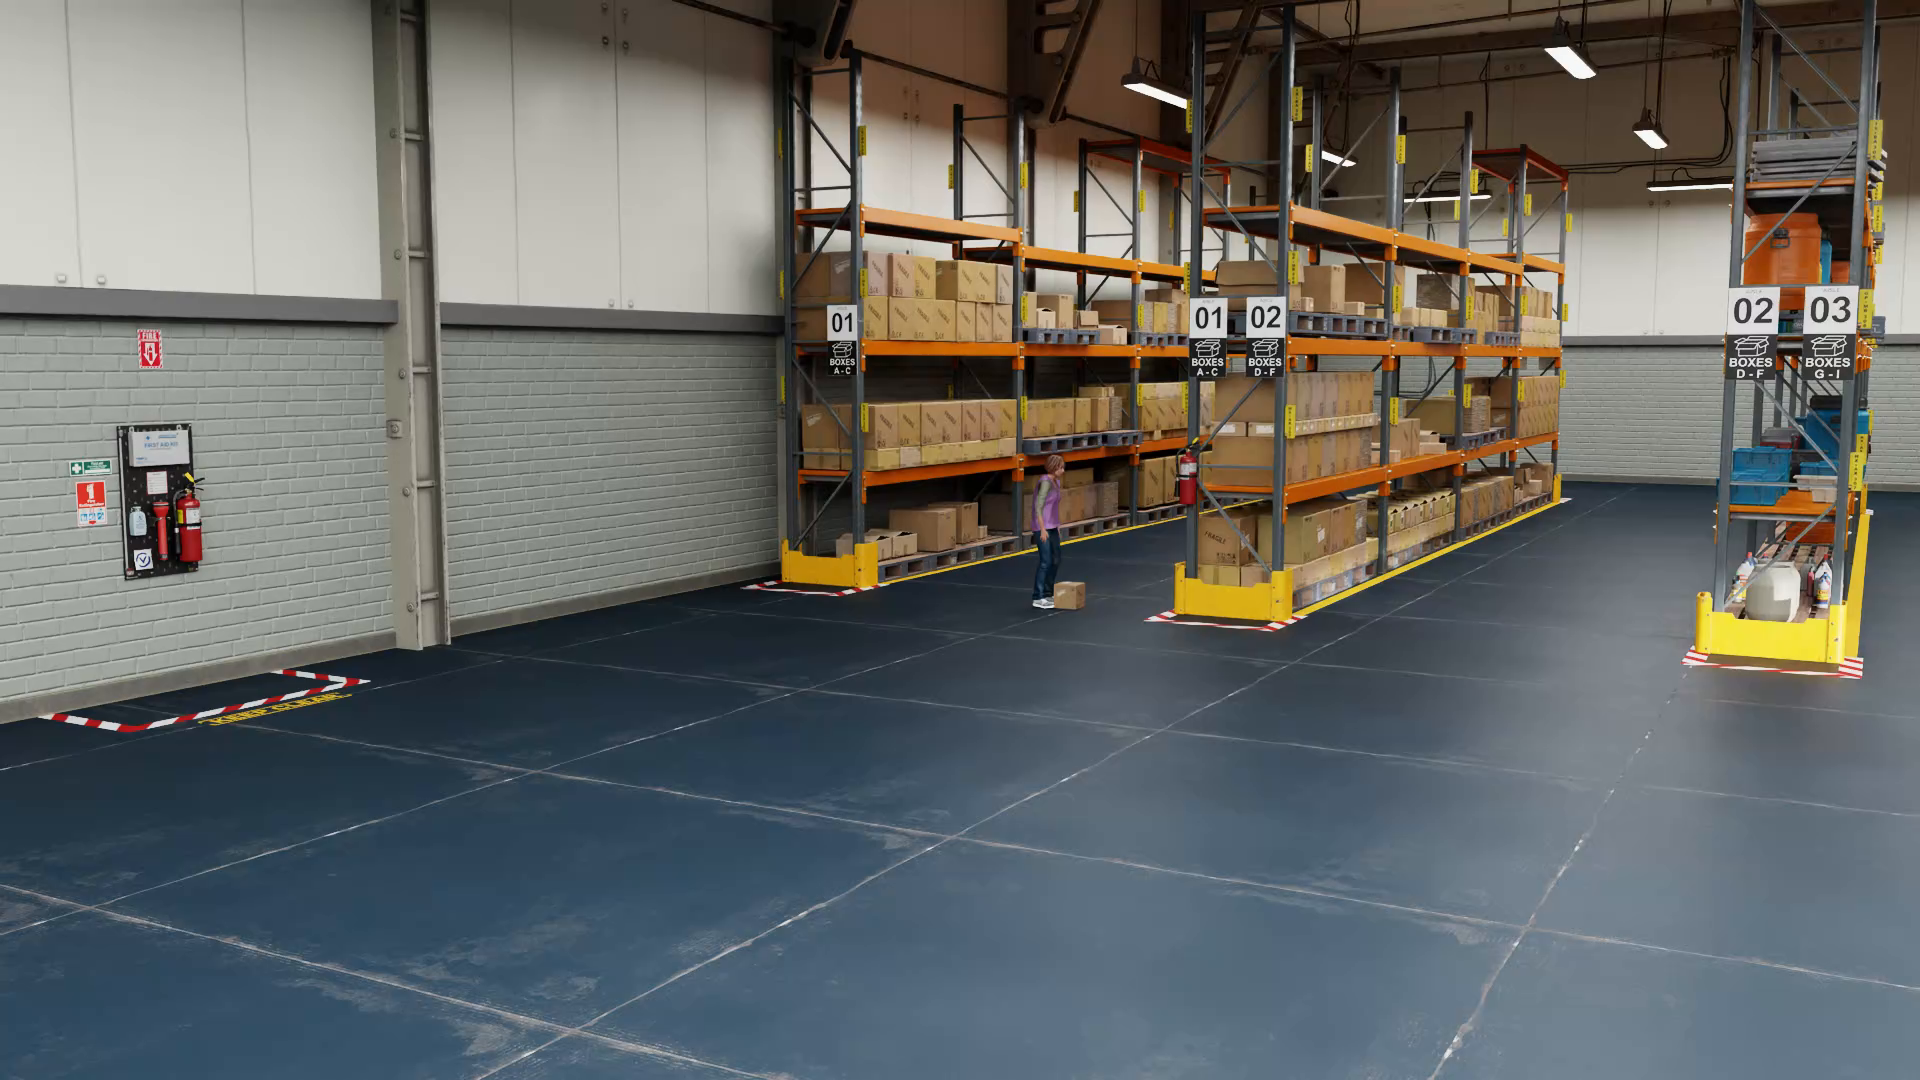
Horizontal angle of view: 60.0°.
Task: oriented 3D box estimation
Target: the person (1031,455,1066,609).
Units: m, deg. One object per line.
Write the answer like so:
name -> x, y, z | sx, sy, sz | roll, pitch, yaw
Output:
person -> 0.926, -0.097, 17.475 | 0.348, 1.591, 0.479 | 3, 7, 25
